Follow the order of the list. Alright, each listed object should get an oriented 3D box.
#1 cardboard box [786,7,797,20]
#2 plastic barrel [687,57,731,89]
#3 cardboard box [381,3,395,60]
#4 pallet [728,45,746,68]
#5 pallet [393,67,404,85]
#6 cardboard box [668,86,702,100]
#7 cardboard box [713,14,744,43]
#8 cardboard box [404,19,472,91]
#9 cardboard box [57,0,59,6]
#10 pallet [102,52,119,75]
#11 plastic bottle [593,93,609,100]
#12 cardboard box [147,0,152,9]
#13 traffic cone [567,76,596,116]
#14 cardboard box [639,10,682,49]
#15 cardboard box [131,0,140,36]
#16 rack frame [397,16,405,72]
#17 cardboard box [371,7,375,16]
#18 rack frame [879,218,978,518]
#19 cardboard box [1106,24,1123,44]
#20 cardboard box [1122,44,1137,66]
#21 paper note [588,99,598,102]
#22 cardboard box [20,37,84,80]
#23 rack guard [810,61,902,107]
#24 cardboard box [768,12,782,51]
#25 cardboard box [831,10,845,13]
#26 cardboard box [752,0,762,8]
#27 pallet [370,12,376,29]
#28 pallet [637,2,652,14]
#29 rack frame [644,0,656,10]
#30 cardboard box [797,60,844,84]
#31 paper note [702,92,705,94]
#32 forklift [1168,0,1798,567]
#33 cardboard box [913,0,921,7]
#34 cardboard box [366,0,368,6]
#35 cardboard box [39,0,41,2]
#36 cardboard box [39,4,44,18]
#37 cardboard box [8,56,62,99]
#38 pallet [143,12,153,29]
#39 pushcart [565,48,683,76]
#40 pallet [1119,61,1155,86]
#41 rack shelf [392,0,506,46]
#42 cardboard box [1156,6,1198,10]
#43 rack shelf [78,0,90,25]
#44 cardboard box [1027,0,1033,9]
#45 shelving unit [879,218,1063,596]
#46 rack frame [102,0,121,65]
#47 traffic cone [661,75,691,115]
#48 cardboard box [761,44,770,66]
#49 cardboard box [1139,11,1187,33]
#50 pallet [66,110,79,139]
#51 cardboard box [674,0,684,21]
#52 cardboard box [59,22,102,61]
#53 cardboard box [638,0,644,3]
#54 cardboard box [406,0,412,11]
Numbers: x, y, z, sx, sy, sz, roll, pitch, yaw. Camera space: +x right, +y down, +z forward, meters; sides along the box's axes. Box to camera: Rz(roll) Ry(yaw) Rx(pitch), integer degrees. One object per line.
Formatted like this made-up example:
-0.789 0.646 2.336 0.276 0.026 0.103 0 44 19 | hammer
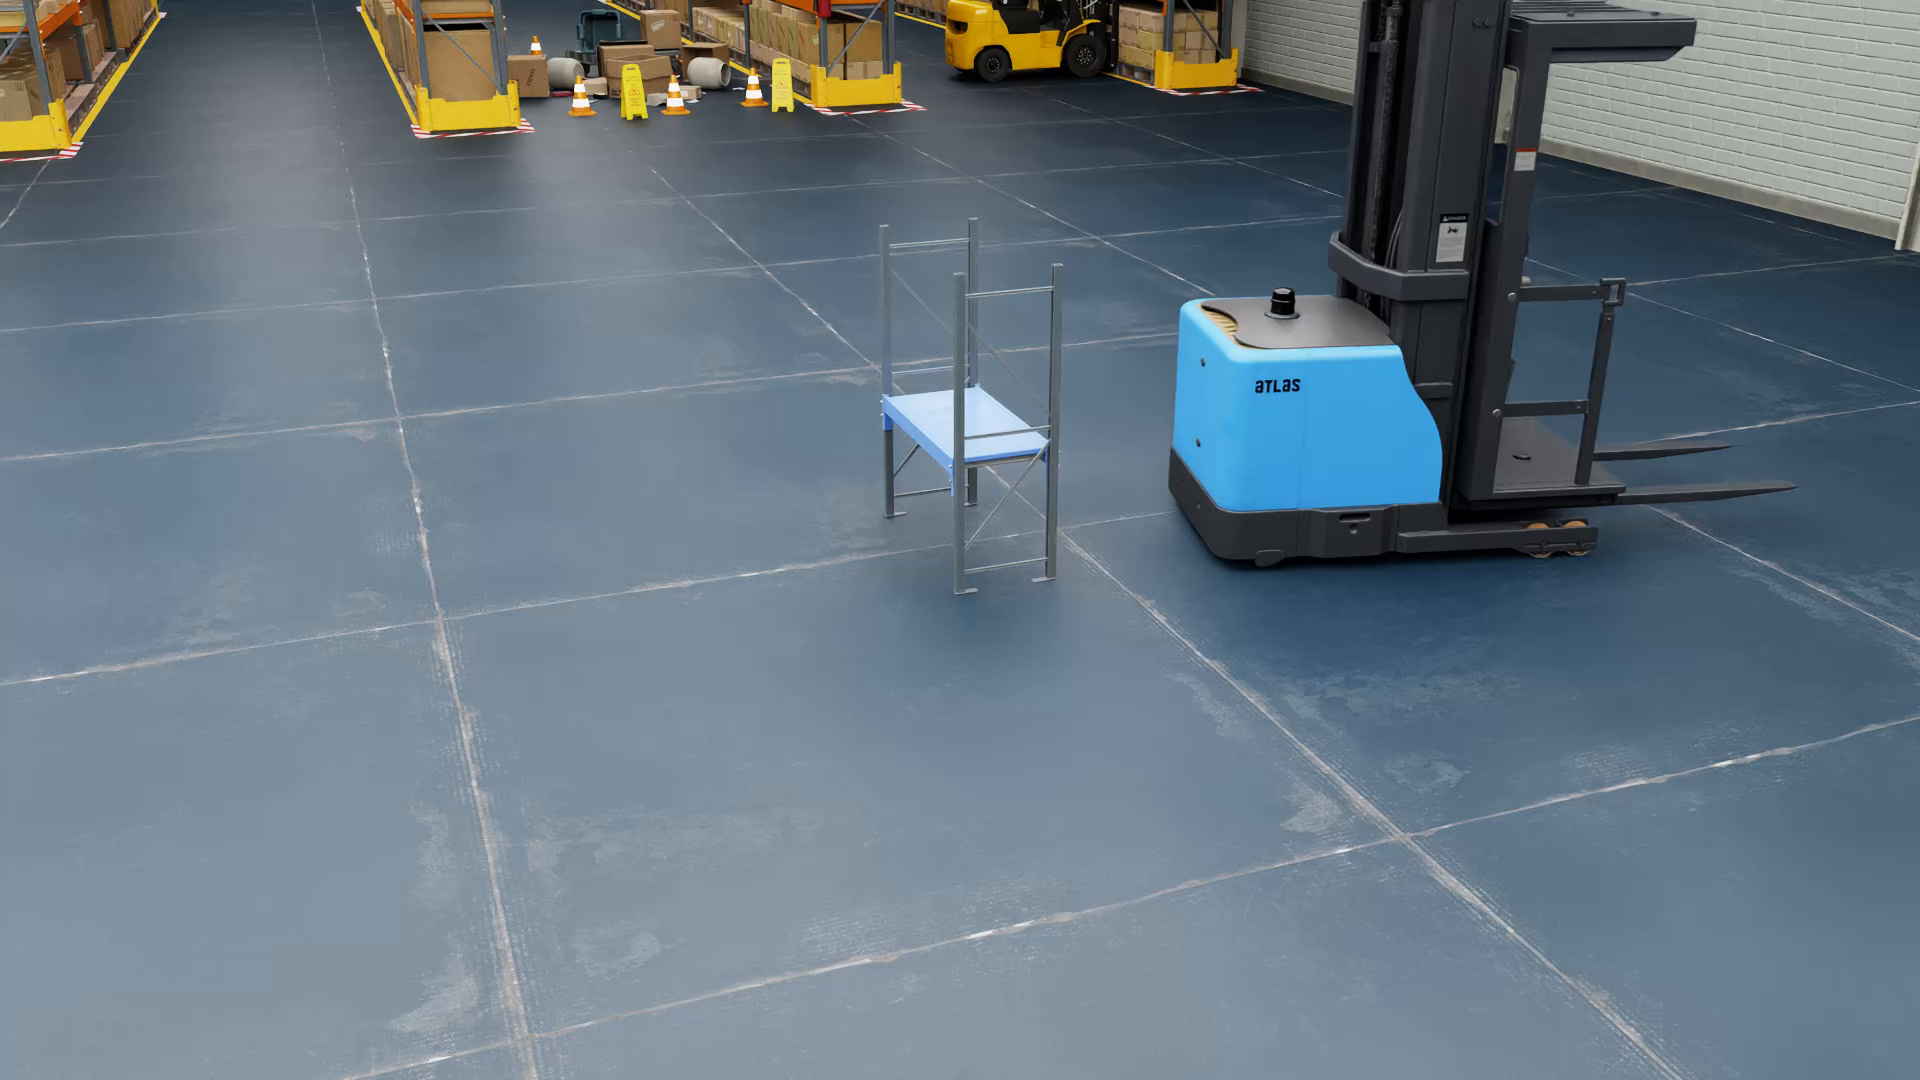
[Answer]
-2.137 -7.150 22.551 0.380 0.149 0.250 -8 24 -18 | cardboard box
-3.478 -6.464 23.041 0.512 0.421 0.421 8 24 18 | plastic barrel
-7.981 -7.567 24.696 1.050 0.750 0.750 -8 24 -19 | cardboard box
-3.022 -7.559 25.913 1.003 0.211 1.213 -8 24 -19 | pallet
-7.683 -6.831 24.185 1.003 0.211 1.213 -8 24 -19 | pallet
-3.685 -5.993 22.278 0.380 0.149 0.250 4 23 9 | cardboard box
-3.437 -8.247 26.798 0.950 0.372 0.625 -8 24 -17 | cardboard box
-6.541 -6.163 21.206 0.875 0.875 0.875 -9 24 -20 | cardboard box
-11.149 -6.501 20.136 0.380 0.149 0.250 -8 24 -19 | cardboard box
-13.155 -7.086 24.791 1.003 0.211 1.213 -8 24 -19 | pallet
-4.834 -5.960 22.312 0.133 0.061 0.283 -18 29 -37 | plastic bottle
-15.954 -10.555 31.625 0.875 0.875 0.875 -8 24 -19 | cardboard box
-4.786 -5.611 20.967 0.336 0.463 0.334 -8 24 -19 | traffic cone
-4.400 -7.503 24.434 0.500 0.500 0.500 -8 24 -19 | cardboard box
-14.281 -8.769 27.387 1.225 0.875 0.875 -9 25 -21 | cardboard box
-7.340 -7.846 23.002 1.000 3.000 0.127 -8 24 -19 | rack frame
-10.624 -9.728 30.598 0.380 0.149 0.250 -8 24 -18 | cardboard box
-0.149 -0.845 8.323 0.500 1.500 0.032 -8 24 -19 | rack frame
2.477 -7.450 24.419 0.500 0.250 0.500 -9 24 -20 | cardboard box
2.682 -7.026 24.058 0.500 0.250 0.500 -8 24 -19 | cardboard box
-4.878 -5.811 22.000 0.144 0.017 0.142 0 23 -1 | paper note
-12.213 -6.479 22.411 0.700 0.500 0.500 -10 25 -23 | cardboard box
-1.359 -5.984 21.803 1.175 0.500 0.348 -8 24 -19 | rack guard
-2.408 -7.201 23.506 0.500 0.500 0.500 -7 24 -16 | cardboard box
-1.922 -7.286 23.708 0.500 0.500 0.500 -7 24 -16 | cardboard box
-2.801 -7.827 24.158 0.380 0.149 0.250 -8 24 -18 | cardboard box
-10.437 -9.707 31.008 1.003 0.211 1.213 -8 24 -19 | pallet
-5.767 -10.470 32.820 1.003 0.211 1.213 -8 24 -19 | pallet
-5.571 -11.468 31.597 1.000 3.000 0.127 -8 24 -19 | rack frame
-1.878 -6.300 22.335 0.500 0.250 0.500 -8 24 -19 | cardboard box
-3.504 -6.118 22.752 0.032 0.001 0.123 -8 24 -19 | paper note
2.648 -1.464 7.949 3.031 2.935 1.130 -3 23 -7 | forklift
-0.599 -10.612 32.243 0.500 0.500 0.500 -9 25 -21 | cardboard box
-11.443 -10.570 32.597 0.380 0.149 0.250 -8 24 -18 | cardboard box
-11.197 -6.488 19.269 0.875 0.500 0.500 -8 24 -19 | cardboard box
-10.733 -6.043 19.049 0.380 0.149 0.250 -8 24 -19 | cardboard box
-11.410 -5.671 20.520 0.500 0.500 0.500 -11 25 -24 | cardboard box
-15.473 -9.555 30.647 1.003 0.211 1.213 -8 24 -19 | pallet
-4.861 -7.022 24.425 1.648 0.377 0.936 -18 29 -37 | pushcart
3.001 -6.778 24.059 1.003 0.211 1.213 -8 24 -19 | pallet
-6.634 -6.787 21.418 1.077 0.370 4.000 -8 24 -19 | rack shelf
3.138 -7.559 24.035 0.500 0.250 0.500 -8 24 -19 | cardboard box
-12.723 -7.597 23.339 1.077 0.370 4.000 -8 24 -19 | rack shelf
1.435 -8.814 27.817 0.875 0.625 0.625 -9 24 -20 | cardboard box
0.030 -0.660 7.885 0.538 1.500 1.048 -8 24 -19 | shelving unit
-13.429 -8.655 24.923 1.000 3.000 0.127 -8 24 -19 | rack frame
-3.609 -5.642 21.041 0.336 0.463 0.334 -8 24 -19 | traffic cone
-2.590 -7.044 24.100 0.500 0.250 0.500 -7 24 -16 | cardboard box
2.856 -7.302 23.425 0.500 0.250 0.500 -8 24 -17 | cardboard box
-10.884 -4.791 19.345 1.003 0.211 1.213 -8 24 -19 | pallet
-4.636 -9.816 29.873 0.875 0.875 0.875 -8 24 -18 | cardboard box
-12.966 -7.266 24.278 0.700 0.500 0.500 -10 25 -23 | cardboard box
-6.010 -11.049 33.361 0.875 0.438 0.875 -9 25 -21 | cardboard box
-6.315 -6.787 20.297 0.875 0.550 0.550 -8 24 -19 | cardboard box
